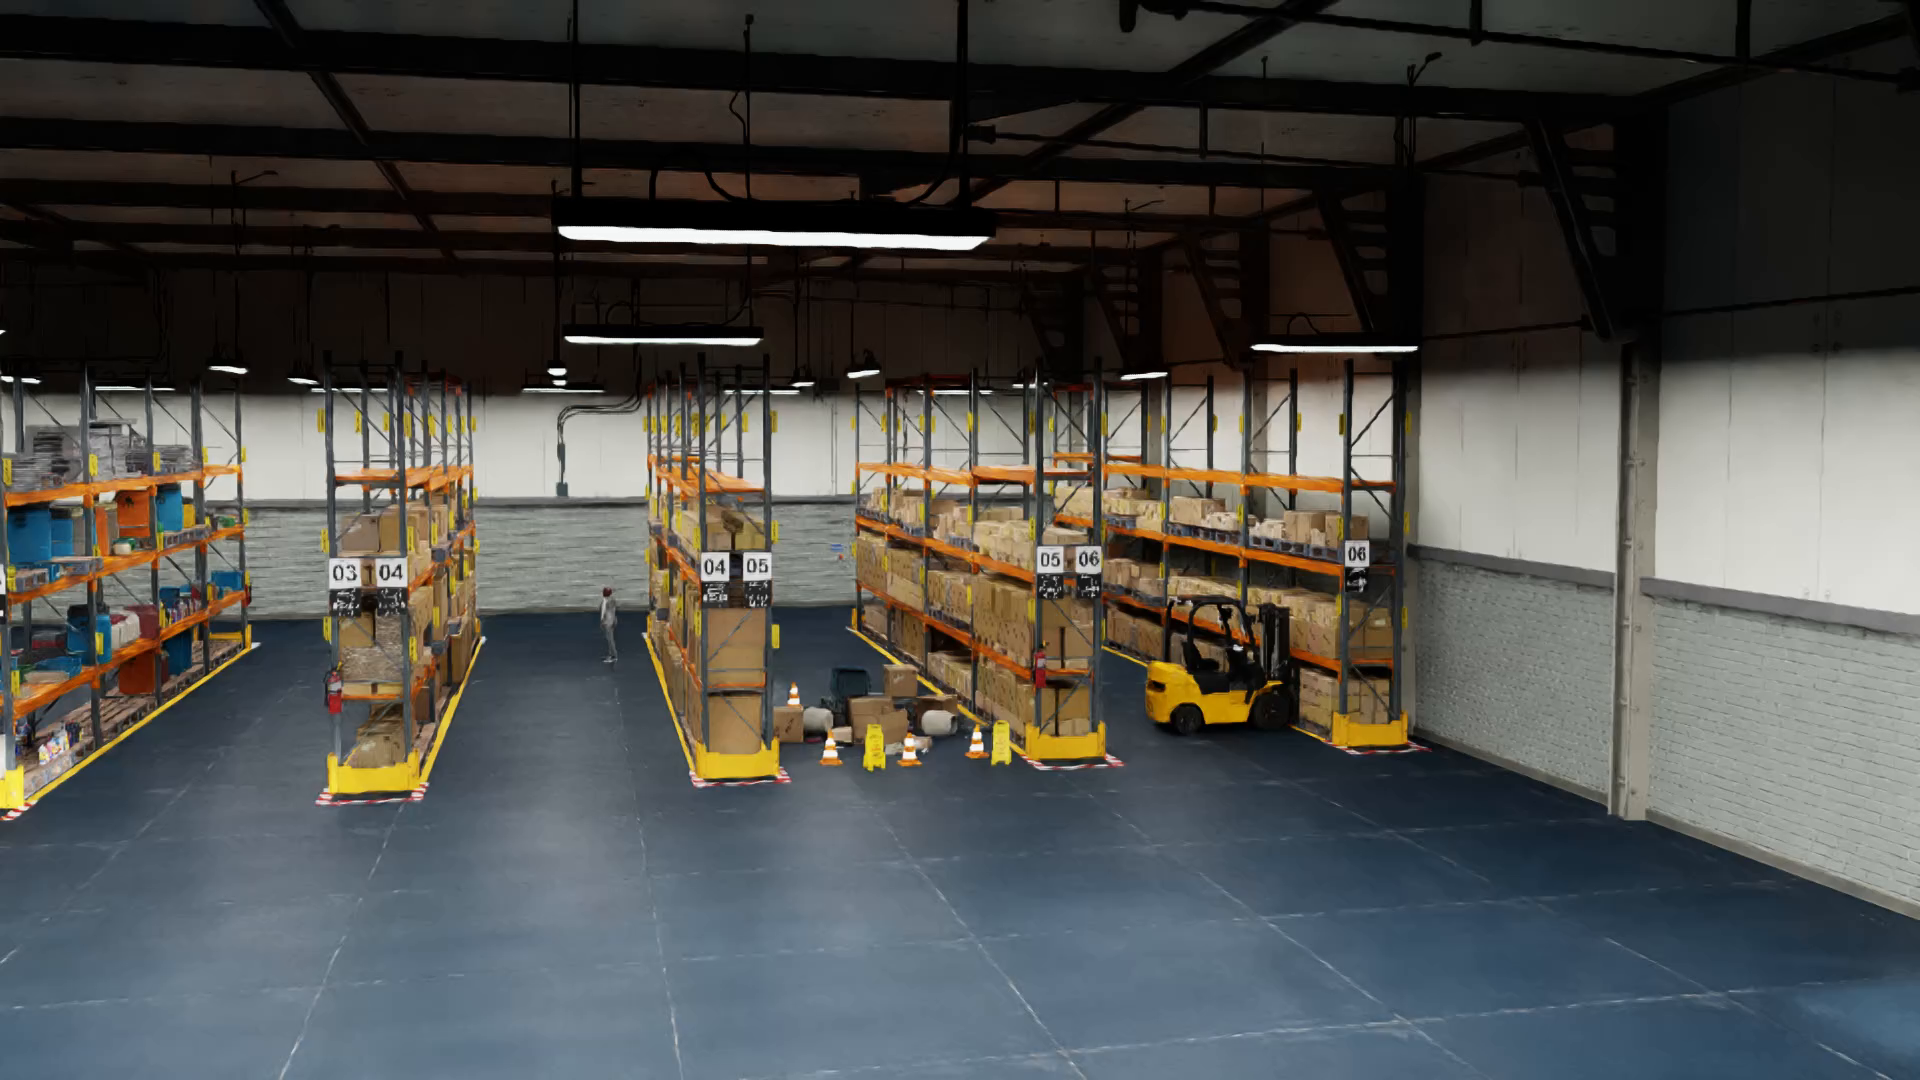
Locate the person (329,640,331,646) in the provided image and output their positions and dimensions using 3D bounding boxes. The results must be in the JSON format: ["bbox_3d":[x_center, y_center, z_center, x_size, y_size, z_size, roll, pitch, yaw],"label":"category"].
[{"bbox_3d":[-11.966,1.952,32.275,0.639,1.628,0.511,-1,4,-15],"label":"person"}]

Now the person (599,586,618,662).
[{"bbox_3d":[-7.424,1.755,35.040,0.527,1.592,0.523,1,4,18],"label":"person"}]
